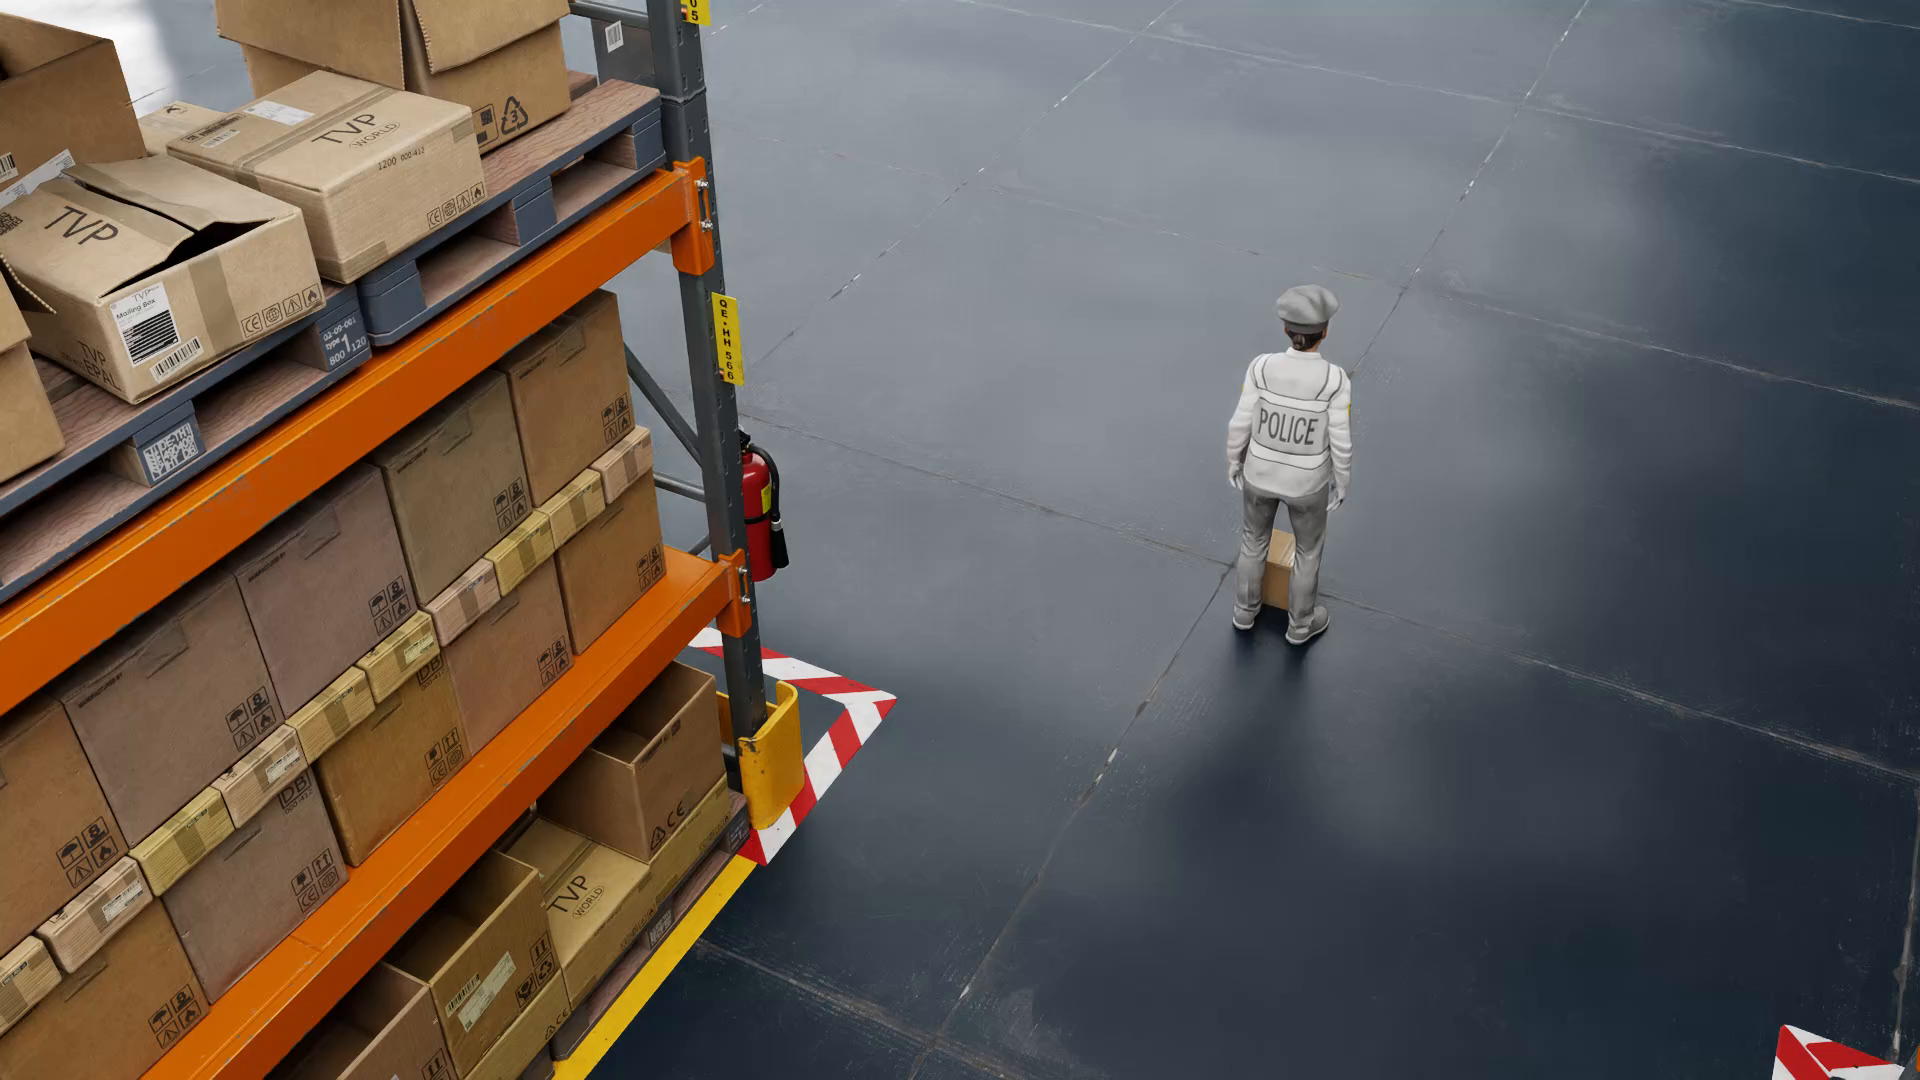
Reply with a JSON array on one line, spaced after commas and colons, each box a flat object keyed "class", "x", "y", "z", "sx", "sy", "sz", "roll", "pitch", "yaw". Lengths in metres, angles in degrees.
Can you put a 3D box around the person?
[{"class": "person", "x": 1.398, "y": -0.278, "z": 7.099, "sx": 0.540, "sy": 1.662, "sz": 0.374, "roll": 15, "pitch": 41, "yaw": 19}]
